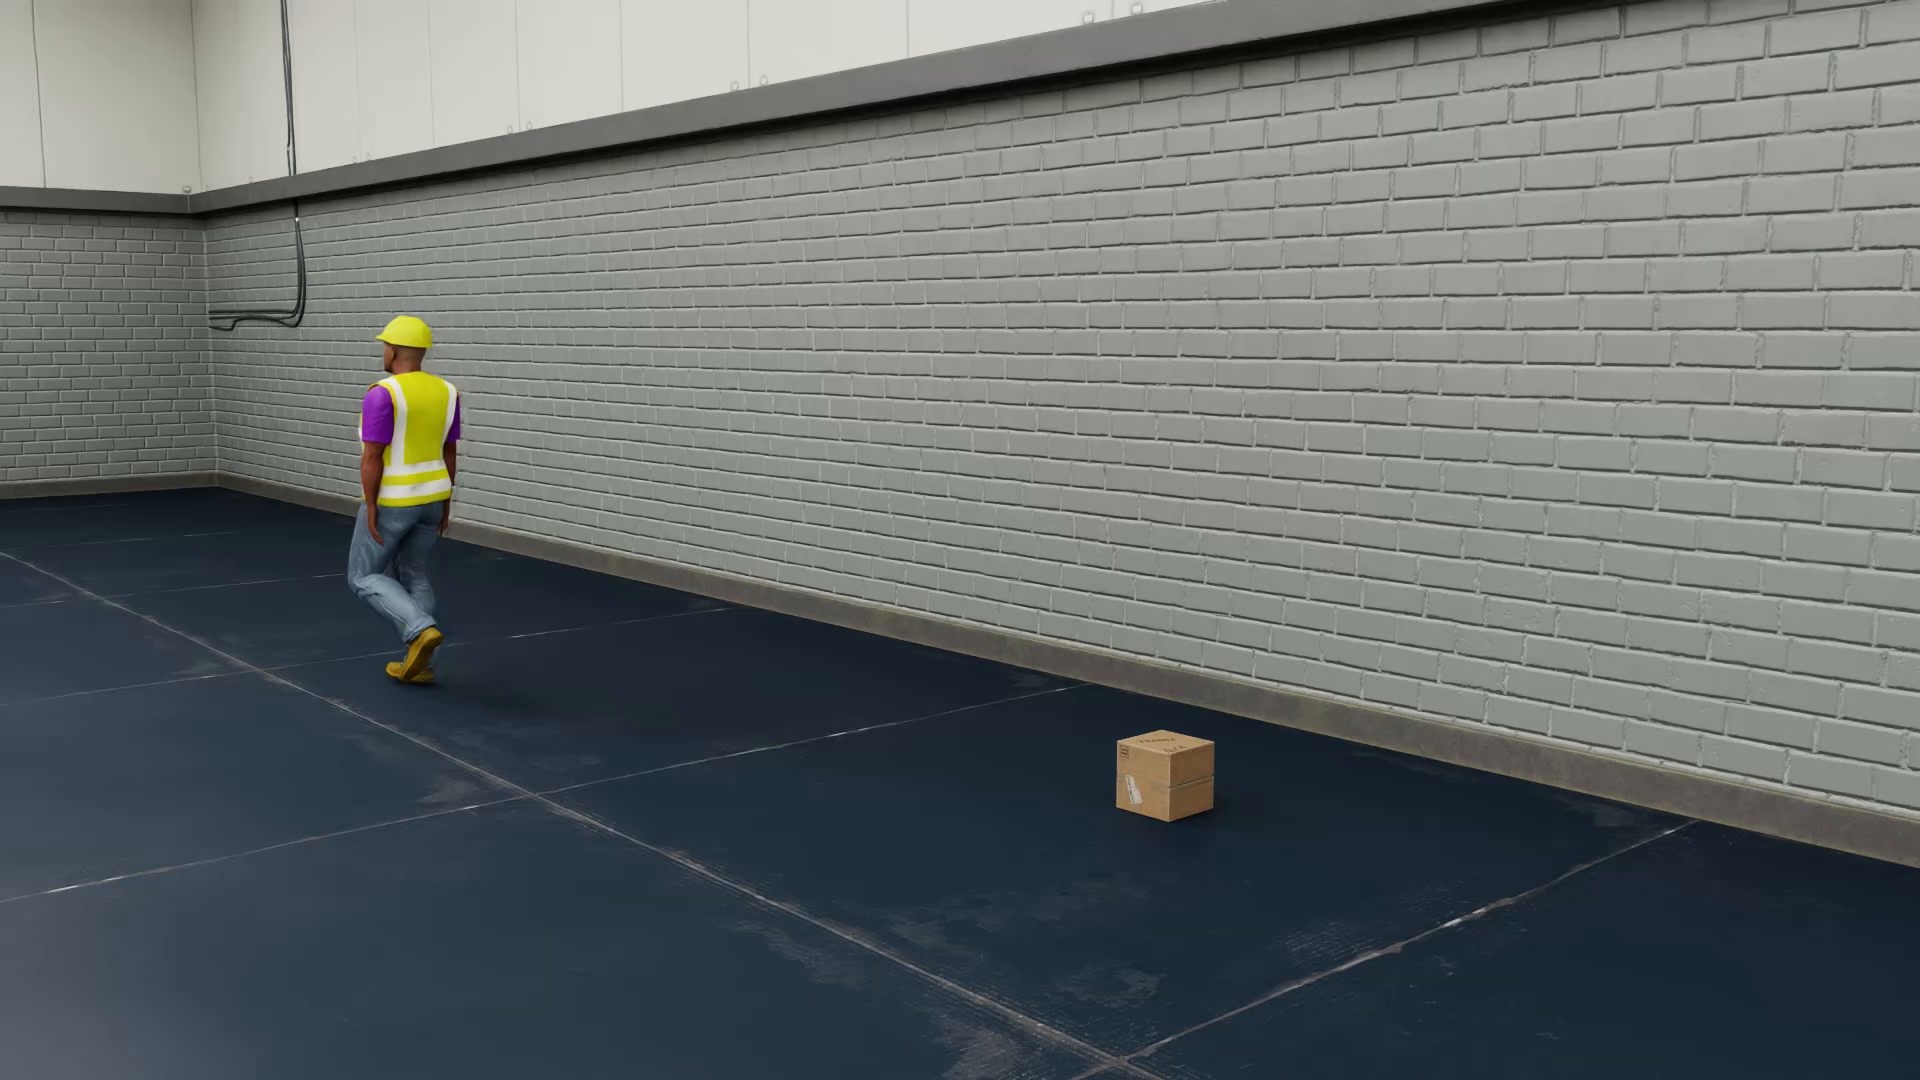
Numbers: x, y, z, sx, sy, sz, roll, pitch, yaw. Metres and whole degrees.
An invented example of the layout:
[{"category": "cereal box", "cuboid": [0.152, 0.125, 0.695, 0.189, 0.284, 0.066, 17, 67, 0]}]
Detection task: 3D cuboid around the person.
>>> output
[{"category": "person", "cuboid": [-2.626, -0.183, 7.926, 0.530, 1.754, 0.570, 4, 8, 30]}]
